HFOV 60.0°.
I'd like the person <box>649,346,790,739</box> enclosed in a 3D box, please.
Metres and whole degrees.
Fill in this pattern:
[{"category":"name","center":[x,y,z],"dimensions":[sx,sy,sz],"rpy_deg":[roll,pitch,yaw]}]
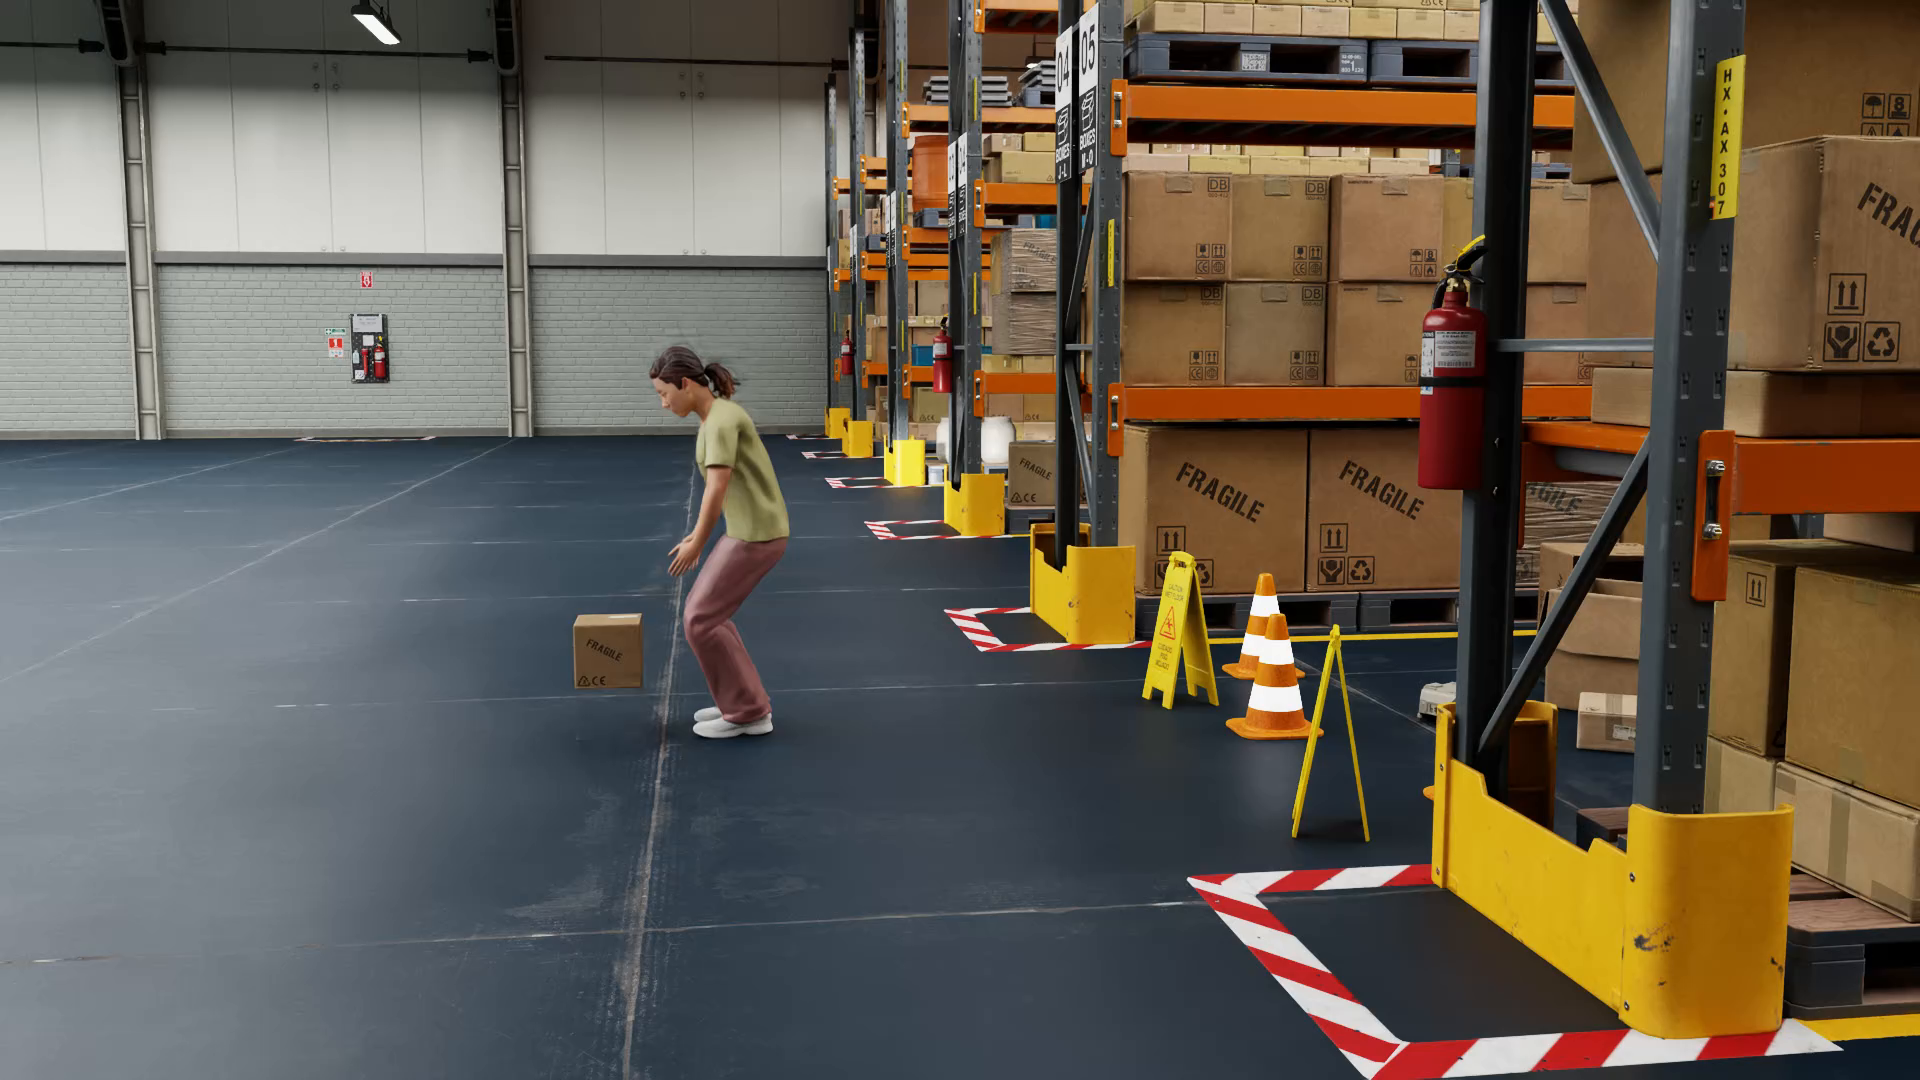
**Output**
[{"category":"person","center":[-0.929,0.006,6.488],"dimensions":[0.533,1.515,0.498],"rpy_deg":[-1,7,-8]}]
